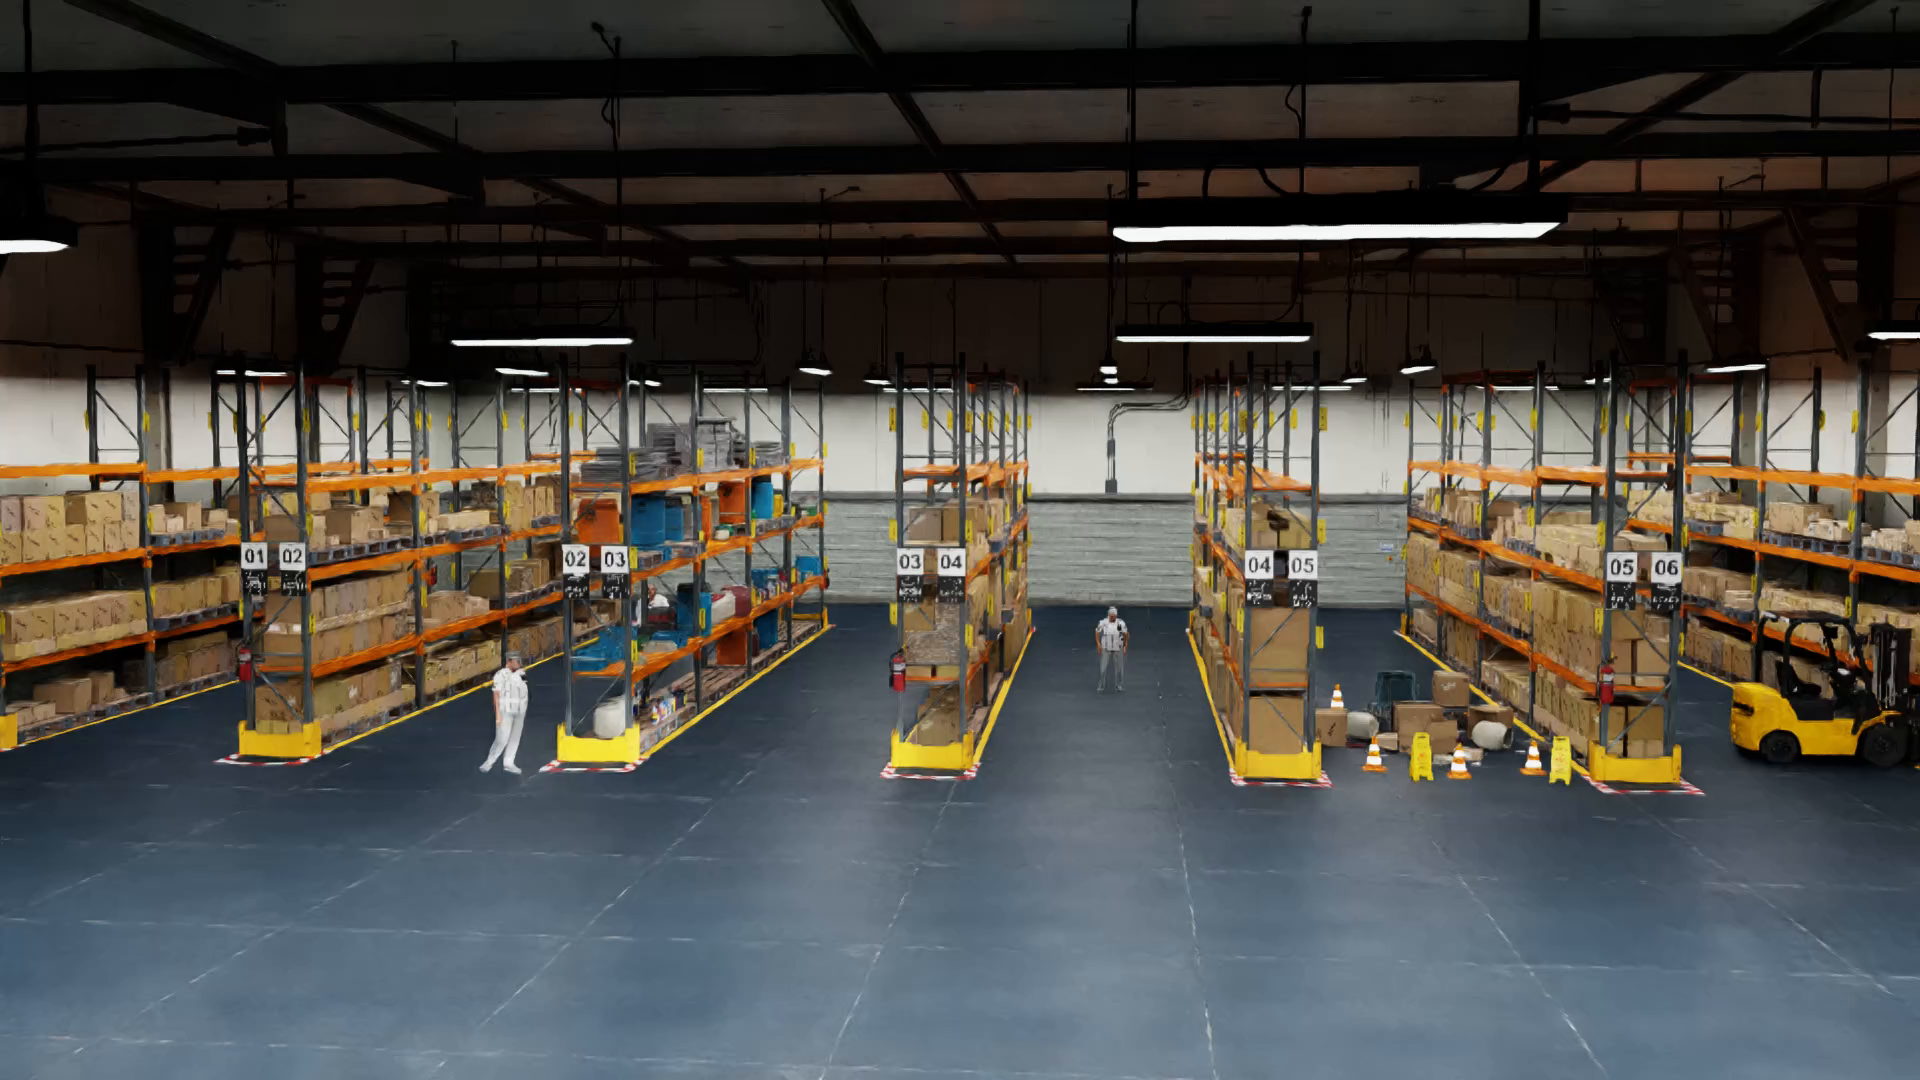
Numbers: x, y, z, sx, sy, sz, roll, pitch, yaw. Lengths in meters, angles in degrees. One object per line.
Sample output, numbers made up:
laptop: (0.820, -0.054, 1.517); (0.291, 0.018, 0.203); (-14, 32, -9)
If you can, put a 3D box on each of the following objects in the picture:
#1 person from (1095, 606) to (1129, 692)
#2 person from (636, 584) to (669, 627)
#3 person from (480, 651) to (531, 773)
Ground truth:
person: (2.806, 2.018, 30.803); (0.608, 1.611, 0.575); (0, 4, 4)
person: (-6.245, 1.737, 33.852); (0.729, 1.733, 0.546); (0, 4, 4)
person: (-6.452, 2.443, 23.628); (0.496, 1.739, 0.712); (3, 5, 39)
